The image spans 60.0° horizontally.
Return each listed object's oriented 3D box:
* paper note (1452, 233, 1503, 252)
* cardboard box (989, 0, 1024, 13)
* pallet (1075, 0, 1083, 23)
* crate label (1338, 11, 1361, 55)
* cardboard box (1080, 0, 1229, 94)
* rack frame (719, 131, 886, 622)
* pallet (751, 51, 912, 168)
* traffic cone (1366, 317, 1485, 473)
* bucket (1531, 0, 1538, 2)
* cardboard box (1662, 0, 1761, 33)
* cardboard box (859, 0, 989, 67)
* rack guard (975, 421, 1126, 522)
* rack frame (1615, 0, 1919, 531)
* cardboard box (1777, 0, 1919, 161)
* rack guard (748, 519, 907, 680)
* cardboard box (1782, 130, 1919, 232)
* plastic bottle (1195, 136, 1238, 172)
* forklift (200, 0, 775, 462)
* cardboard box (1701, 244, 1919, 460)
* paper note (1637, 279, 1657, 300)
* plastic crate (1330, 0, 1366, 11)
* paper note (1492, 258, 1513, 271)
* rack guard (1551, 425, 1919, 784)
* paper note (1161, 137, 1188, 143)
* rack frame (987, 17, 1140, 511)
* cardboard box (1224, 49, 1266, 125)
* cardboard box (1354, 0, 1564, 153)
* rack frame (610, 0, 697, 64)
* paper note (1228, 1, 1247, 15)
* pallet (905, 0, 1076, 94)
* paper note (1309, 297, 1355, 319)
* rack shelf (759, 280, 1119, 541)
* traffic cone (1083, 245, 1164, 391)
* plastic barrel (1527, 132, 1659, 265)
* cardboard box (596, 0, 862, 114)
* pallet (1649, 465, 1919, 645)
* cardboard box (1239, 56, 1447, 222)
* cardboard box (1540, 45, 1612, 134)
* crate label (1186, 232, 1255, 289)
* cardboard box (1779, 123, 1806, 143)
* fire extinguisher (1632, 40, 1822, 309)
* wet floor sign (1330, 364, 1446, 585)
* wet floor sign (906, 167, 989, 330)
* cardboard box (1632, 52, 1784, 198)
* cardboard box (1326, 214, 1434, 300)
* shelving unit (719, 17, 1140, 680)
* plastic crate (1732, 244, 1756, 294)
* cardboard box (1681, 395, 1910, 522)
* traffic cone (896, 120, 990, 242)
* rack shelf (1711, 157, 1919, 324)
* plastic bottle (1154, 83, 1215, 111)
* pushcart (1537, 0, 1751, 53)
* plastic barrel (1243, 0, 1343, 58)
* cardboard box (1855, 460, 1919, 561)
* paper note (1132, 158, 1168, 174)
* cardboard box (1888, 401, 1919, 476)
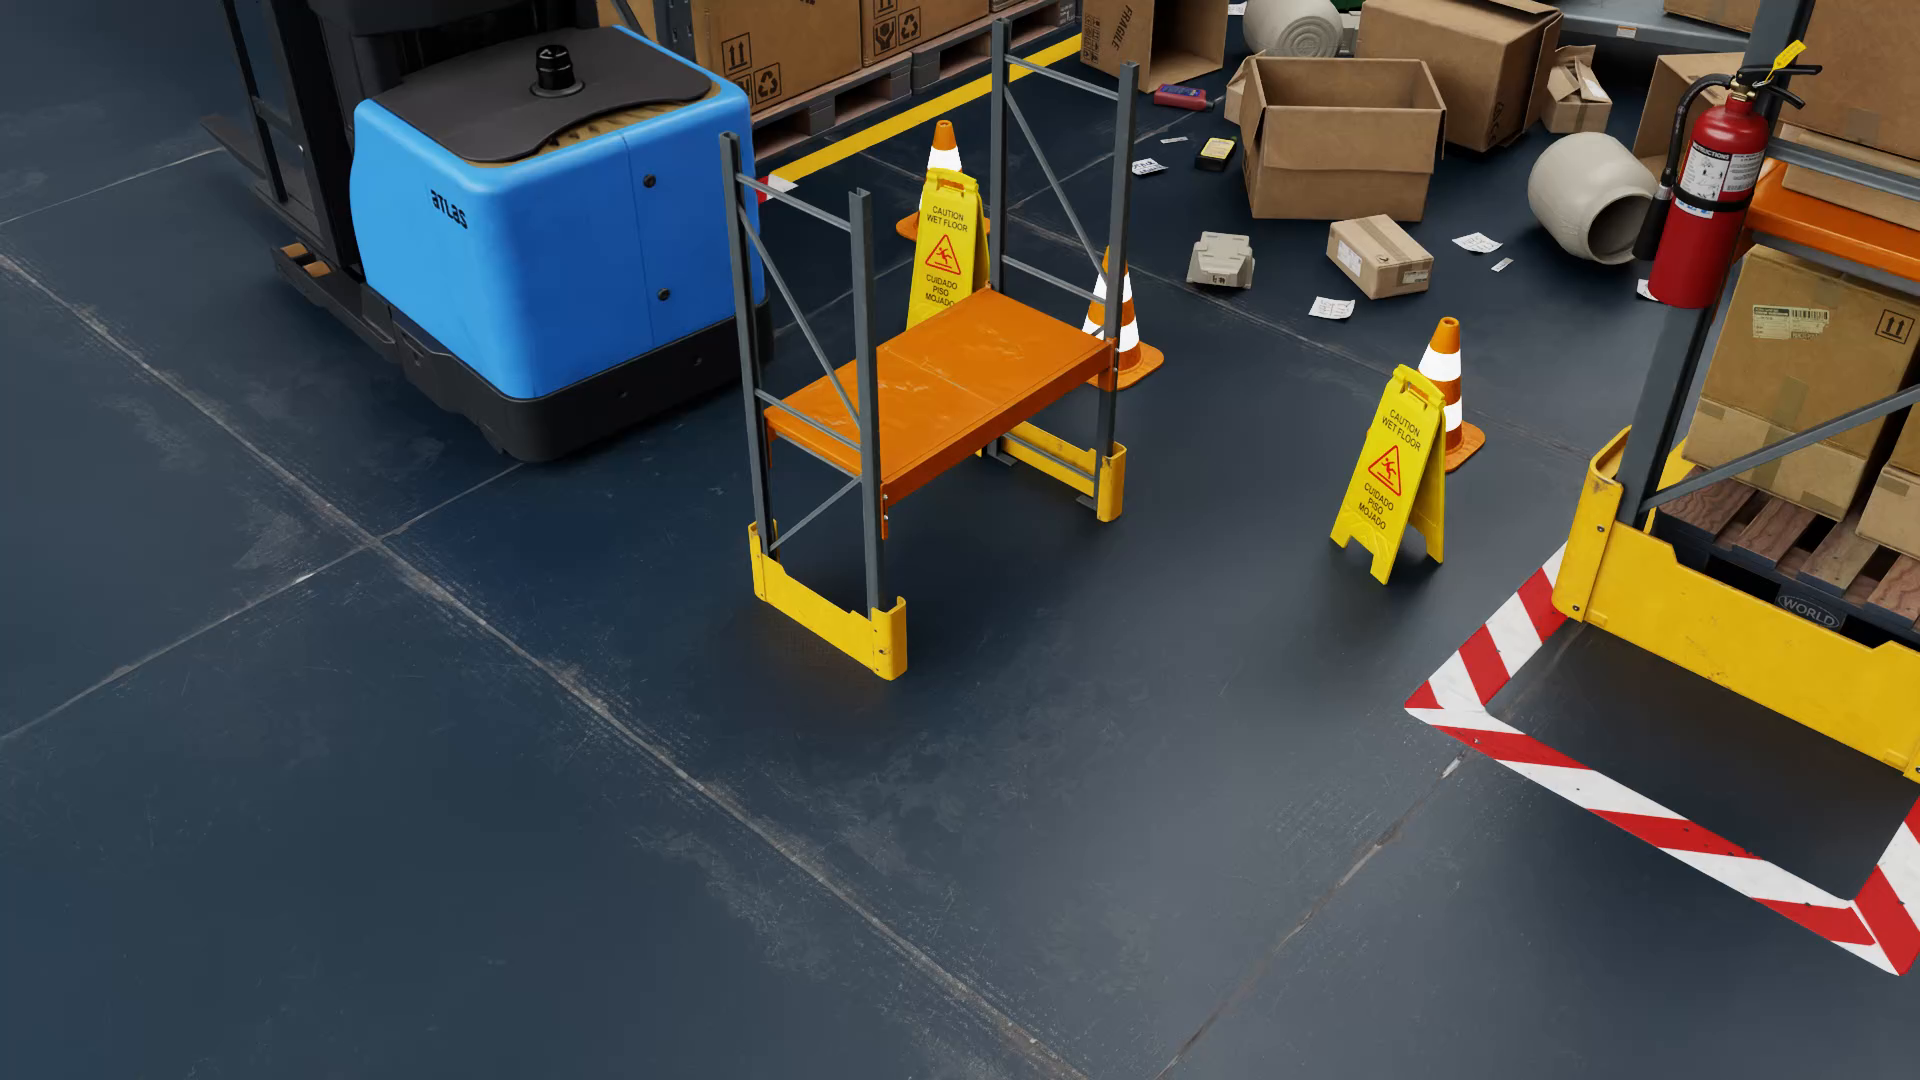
[{"bbox_3d":[2.105,-1.211,6.758,0.142,0.019,0.148,-18,42,-21],"label":"paper note"},{"bbox_3d":[0.148,-3.308,8.369,0.875,0.875,0.875,30,47,32],"label":"cardboard box"},{"bbox_3d":[0.659,-3.242,9.158,1.003,0.211,1.213,30,47,32],"label":"pallet"},{"bbox_3d":[1.961,-2.550,8.347,0.298,0.136,0.250,2,39,2],"label":"crate label"},{"bbox_3d":[0.940,-2.529,8.027,0.500,0.500,0.500,-26,45,-29],"label":"cardboard box"},{"bbox_3d":[-0.400,-0.314,4.440,0.500,1.500,0.032,30,47,32],"label":"rack frame"},{"bbox_3d":[-0.987,-2.121,7.748,1.003,0.211,1.213,30,47,32],"label":"pallet"},{"bbox_3d":[1.591,-0.527,5.541,0.336,0.463,0.334,30,47,32],"label":"traffic cone"},{"bbox_3d":[2.839,-2.933,7.938,0.620,0.611,0.726,-10,38,-28],"label":"bucket"},{"bbox_3d":[3.617,-2.670,7.598,0.500,0.500,0.500,30,47,32],"label":"cardboard box"},{"bbox_3d":[-0.468,-2.890,7.844,0.875,0.875,0.875,29,47,31],"label":"cardboard box"},{"bbox_3d":[0.285,-0.292,5.416,0.587,0.250,0.087,30,47,32],"label":"rack guard"},{"bbox_3d":[2.253,-0.781,3.822,1.000,3.000,0.127,30,47,32],"label":"rack frame"},{"bbox_3d":[2.416,-1.301,4.157,0.500,0.500,0.500,29,47,31],"label":"cardboard box"},{"bbox_3d":[-0.387,0.166,4.840,0.587,0.250,0.087,30,47,32],"label":"rack guard"},{"bbox_3d":[2.347,-0.944,4.229,0.380,0.149,0.250,31,48,33],"label":"cardboard box"},{"bbox_3d":[1.142,-1.723,7.368,0.133,0.061,0.283,14,41,17],"label":"plastic bottle"},{"bbox_3d":[-2.024,-2.236,5.707,1.130,2.935,3.031,-29,47,-32],"label":"forklift"},{"bbox_3d":[2.601,-0.640,4.914,0.500,0.500,0.500,30,47,32],"label":"cardboard box"},{"bbox_3d":[2.704,-0.973,6.449,0.142,0.019,0.148,14,41,17],"label":"paper note"},{"bbox_3d":[2.079,-2.942,8.753,0.662,0.188,0.450,-11,30,-14],"label":"plastic crate"},{"bbox_3d":[2.160,-1.097,6.621,0.032,0.001,0.123,30,47,32],"label":"paper note"},{"bbox_3d":[2.304,0.163,4.643,1.175,0.500,0.348,30,47,32],"label":"rack guard"},{"bbox_3d":[0.969,-1.808,7.516,0.123,0.001,0.032,-11,40,-14],"label":"paper note"},{"bbox_3d":[0.285,-0.781,5.028,0.500,1.500,0.032,30,47,32],"label":"rack frame"},{"bbox_3d":[1.429,-2.017,7.573,0.258,0.266,0.396,-26,45,-29],"label":"cardboard box"},{"bbox_3d":[2.194,-2.160,7.453,0.797,0.637,0.503,30,47,32],"label":"cardboard box"},{"bbox_3d":[-1.469,-2.813,6.377,1.000,3.000,0.127,30,47,32],"label":"rack frame"},{"bbox_3d":[1.444,-2.799,8.745,0.147,0.020,0.142,2,39,2],"label":"paper note"},{"bbox_3d":[-0.164,-2.679,8.450,1.003,0.211,1.213,30,47,32],"label":"pallet"},{"bbox_3d":[1.421,-0.889,6.343,0.148,0.019,0.142,14,41,17],"label":"paper note"},{"bbox_3d":[-0.058,-0.407,4.846,0.538,0.185,1.000,30,47,32],"label":"rack shelf"},{"bbox_3d":[0.542,-0.837,5.930,0.336,0.463,0.334,30,47,32],"label":"traffic cone"},{"bbox_3d":[2.529,-1.357,6.616,0.421,0.421,0.512,-5,39,-6],"label":"plastic barrel"},{"bbox_3d":[-1.060,-2.485,7.334,0.875,0.875,0.875,30,47,32],"label":"cardboard box"},{"bbox_3d":[2.878,-0.082,5.184,1.003,0.211,1.213,30,47,32],"label":"pallet"},{"bbox_3d":[1.569,-1.673,6.950,0.797,0.503,0.637,2,39,2],"label":"cardboard box"},{"bbox_3d":[2.818,-2.075,7.646,0.258,0.266,0.396,2,39,2],"label":"cardboard box"},{"bbox_3d":[1.027,-1.096,6.519,0.250,0.136,0.298,8,39,10],"label":"crate label"},{"bbox_3d":[2.436,-1.107,4.434,0.380,0.149,0.250,29,47,31],"label":"cardboard box"},{"bbox_3d":[1.835,-0.891,4.023,0.296,0.674,0.183,30,47,32],"label":"fire extinguisher"},{"bbox_3d":[1.335,-0.221,5.010,0.232,0.644,0.267,-18,42,-21],"label":"wet floor sign"},{"bbox_3d":[-0.027,-1.046,6.048,0.267,0.644,0.232,22,43,25],"label":"wet floor sign"},{"bbox_3d":[3.224,-1.720,7.009,0.500,0.500,0.500,-5,39,-6],"label":"cardboard box"},{"bbox_3d":[1.646,-1.115,6.532,0.250,0.149,0.380,-11,40,-14],"label":"cardboard box"},{"bbox_3d":[-0.051,-0.552,4.739,0.587,1.500,1.083,30,47,32],"label":"shelving unit"},{"bbox_3d":[3.287,-1.099,6.567,0.402,0.080,0.583,14,41,17],"label":"plastic crate"},{"bbox_3d":[2.616,-0.364,5.170,0.500,0.250,0.500,29,47,32],"label":"cardboard box"},{"bbox_3d":[-0.063,-1.467,6.724,0.336,0.463,0.334,30,47,32],"label":"traffic cone"},{"bbox_3d":[3.602,-1.418,5.201,1.077,0.370,4.000,30,47,32],"label":"rack shelf"},{"bbox_3d":[1.065,-2.075,7.811,0.283,0.061,0.133,14,41,17],"label":"plastic bottle"},{"bbox_3d":[3.235,-2.526,8.124,1.648,0.377,0.936,14,41,17],"label":"pushcart"},{"bbox_3d":[1.596,-2.477,8.024,0.421,0.421,0.512,-5,39,-6],"label":"plastic barrel"},{"bbox_3d":[3.001,-0.123,4.867,0.500,0.250,0.500,29,47,32],"label":"cardboard box"},{"bbox_3d":[0.814,-1.638,7.287,0.142,0.017,0.144,-18,42,-21],"label":"paper note"},{"bbox_3d":[3.017,-0.428,4.647,0.500,0.500,0.500,28,46,31],"label":"cardboard box"}]
